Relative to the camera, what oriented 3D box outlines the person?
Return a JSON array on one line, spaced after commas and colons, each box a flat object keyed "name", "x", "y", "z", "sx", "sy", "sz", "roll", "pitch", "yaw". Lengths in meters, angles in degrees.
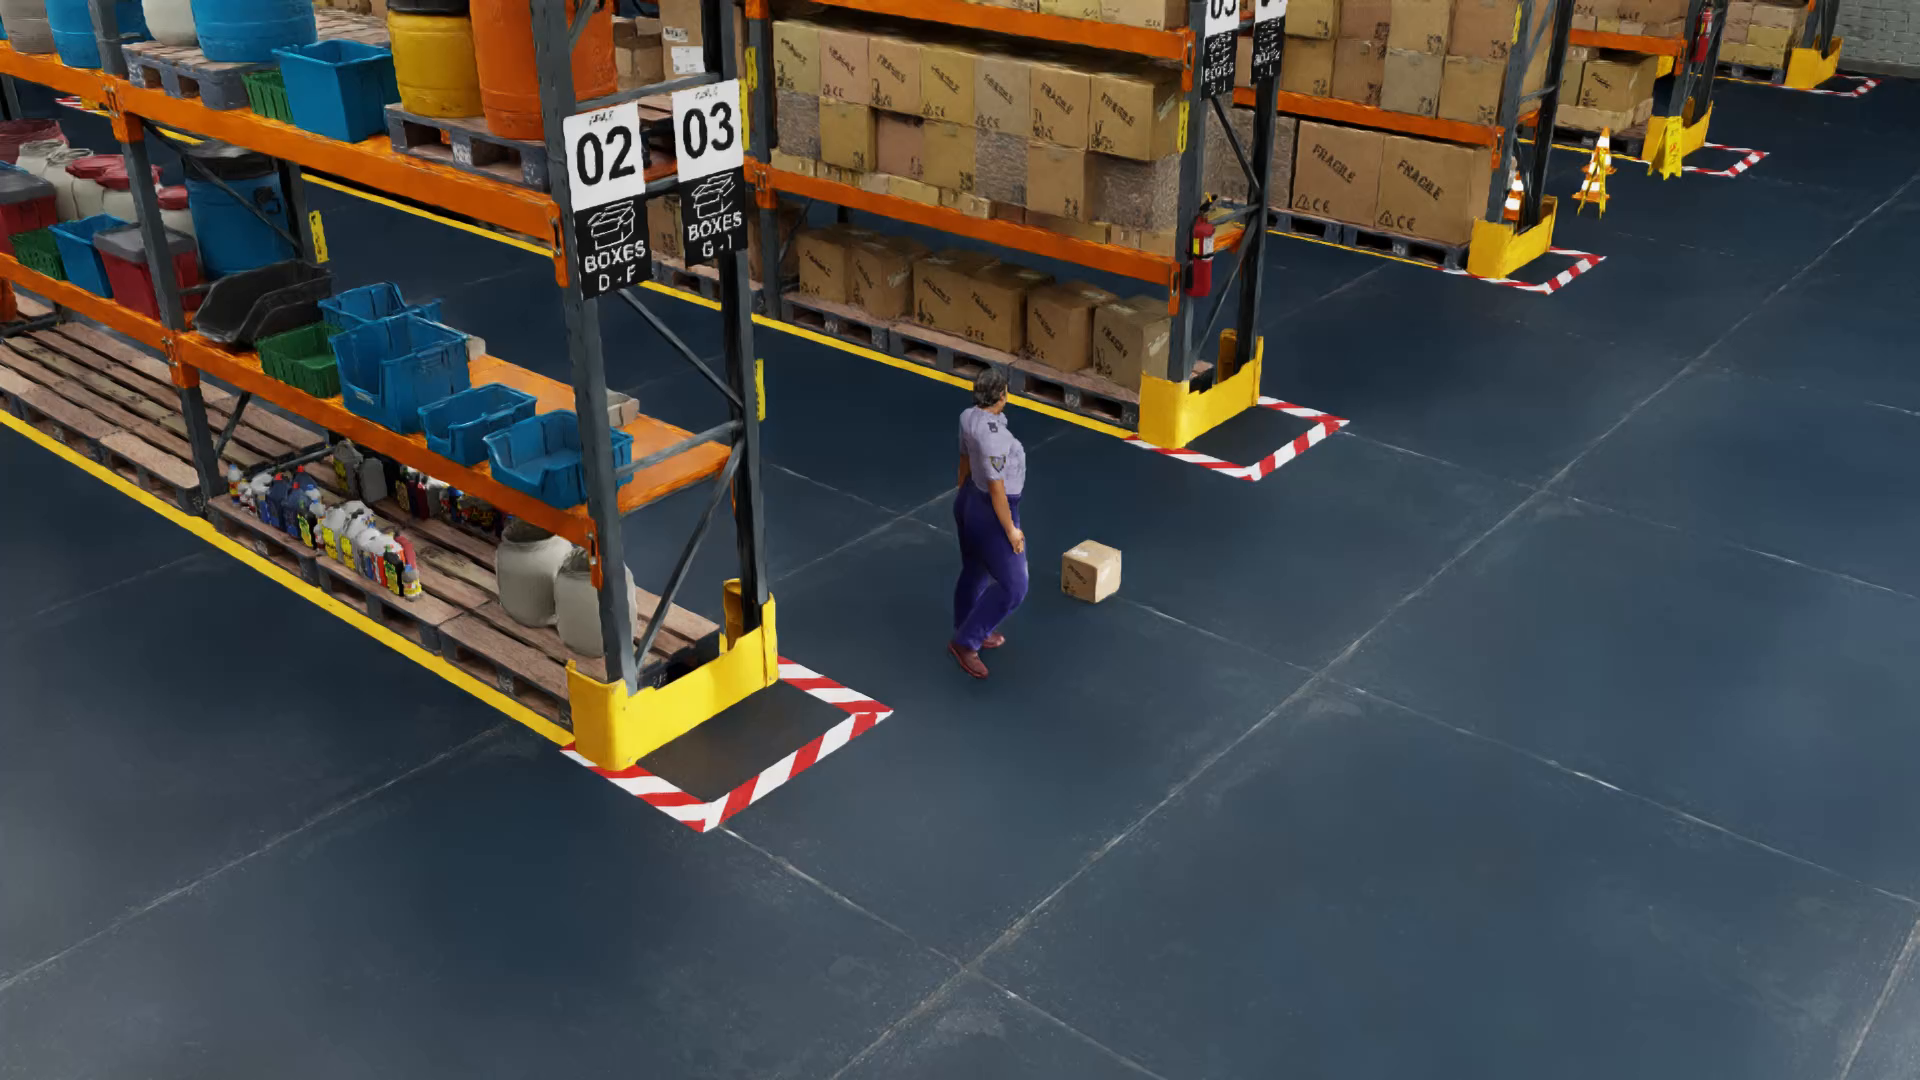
[{"name": "person", "x": 0.123, "y": -0.092, "z": 8.792, "sx": 0.458, "sy": 1.628, "sz": 0.665, "roll": -7, "pitch": 28, "yaw": -14}]
